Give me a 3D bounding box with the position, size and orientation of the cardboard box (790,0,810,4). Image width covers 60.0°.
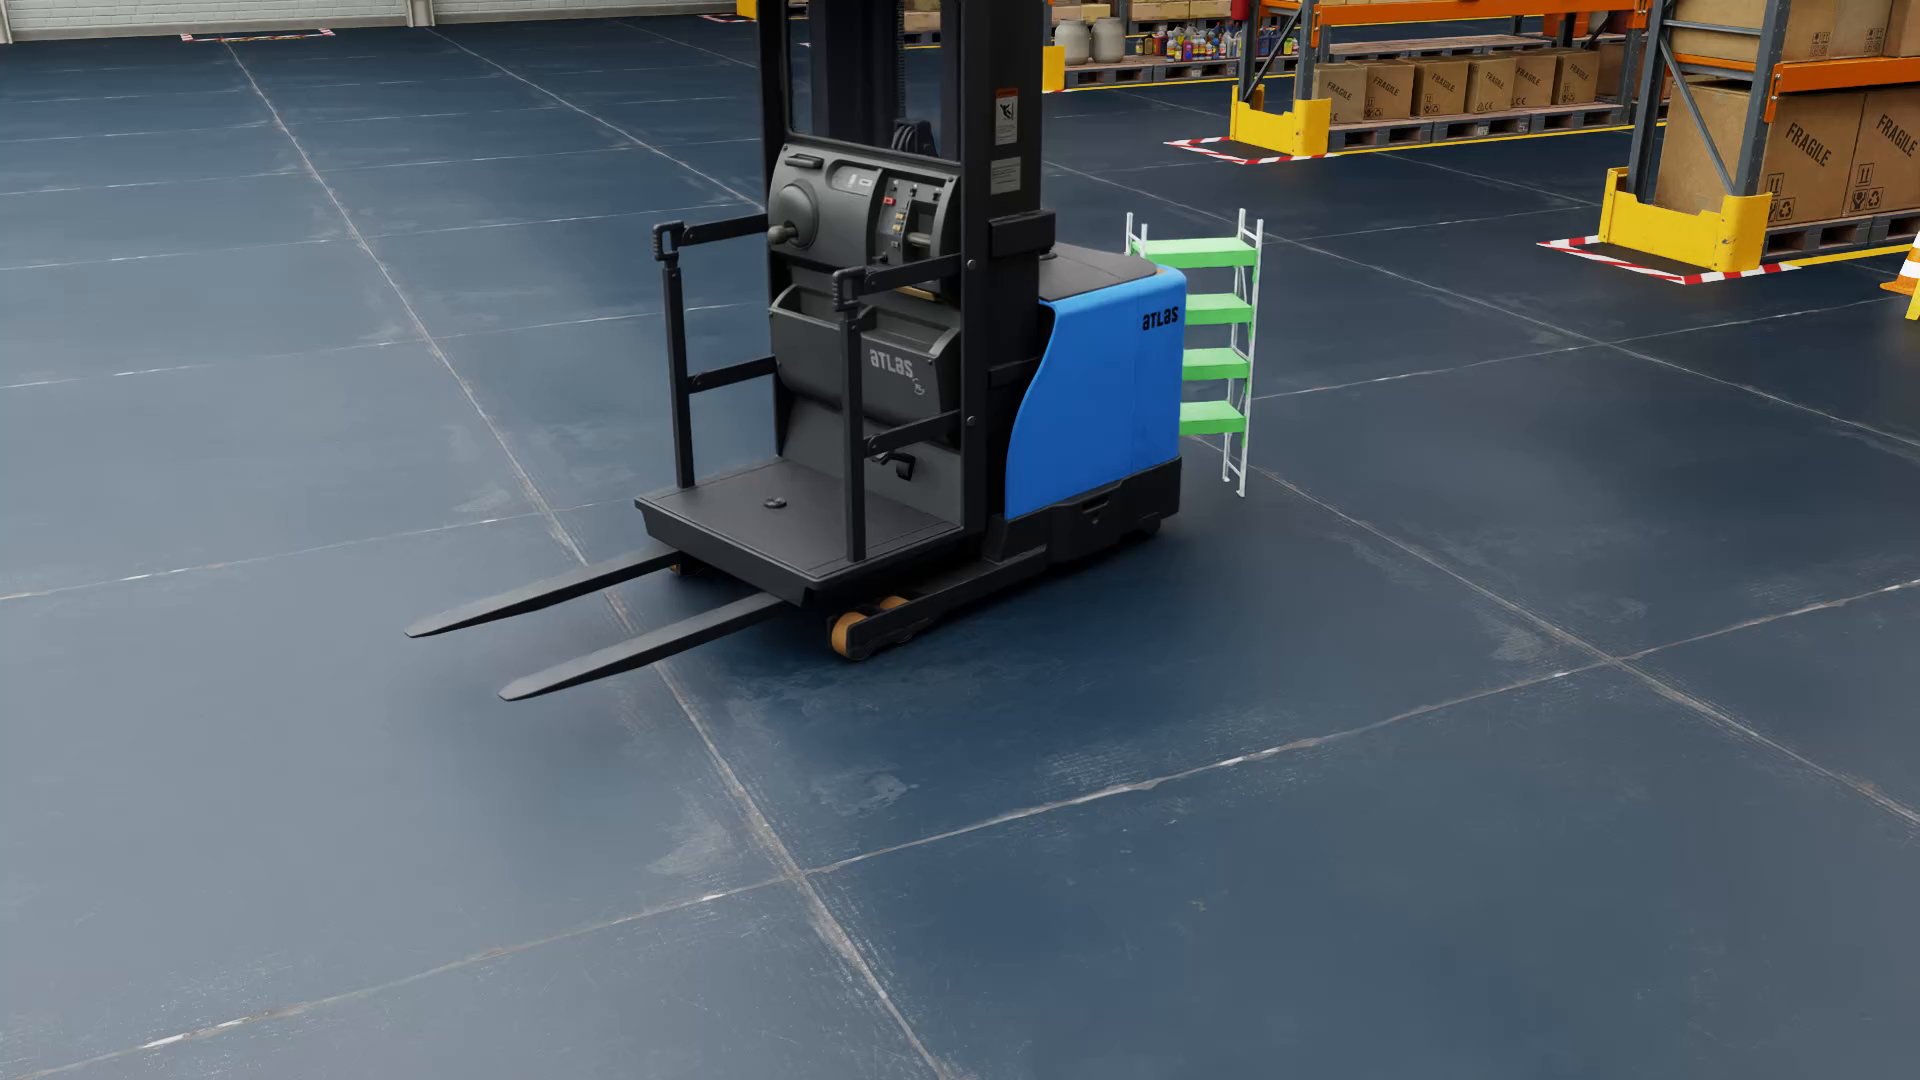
[{"bbox_3d":[-2.844,-9.276,28.177,0.500,0.311,0.500,-14,26,-30],"label":"cardboard box"}]

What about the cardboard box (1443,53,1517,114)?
[{"bbox_3d":[5.127,-4.532,16.497,0.500,0.500,0.500,-13,26,-28],"label":"cardboard box"}]

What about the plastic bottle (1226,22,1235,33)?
[{"bbox_3d":[3.487,-6.469,21.344,0.185,0.351,0.144,-10,24,-22],"label":"plastic bottle"}]

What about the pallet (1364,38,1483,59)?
[{"bbox_3d":[6.186,-6.540,22.273,1.213,0.211,1.003,-10,25,-24],"label":"pallet"}]

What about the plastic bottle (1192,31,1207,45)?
[{"bbox_3d":[3.021,-6.286,20.999,0.135,0.276,0.152,-10,25,-24],"label":"plastic bottle"}]

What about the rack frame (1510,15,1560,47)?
[{"bbox_3d":[7.999,-8.144,22.503,0.127,3.000,1.000,-10,25,-24],"label":"rack frame"}]

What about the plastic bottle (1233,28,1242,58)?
[{"bbox_3d":[3.475,-6.168,20.618,0.185,0.351,0.144,-11,25,-24],"label":"plastic bottle"}]

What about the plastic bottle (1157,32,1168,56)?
[{"bbox_3d":[2.541,-6.217,20.823,0.133,0.283,0.061,-10,25,-24],"label":"plastic bottle"}]

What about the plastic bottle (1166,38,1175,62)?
[{"bbox_3d":[2.559,-5.953,20.202,0.097,0.271,0.097,0,22,0],"label":"plastic bottle"}]

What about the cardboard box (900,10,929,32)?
[{"bbox_3d":[-0.775,-7.461,23.897,0.500,0.250,0.500,-10,25,-24],"label":"cardboard box"}]

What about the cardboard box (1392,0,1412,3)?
[{"bbox_3d":[3.980,-5.079,15.426,0.250,0.149,0.380,-10,25,-24],"label":"cardboard box"}]

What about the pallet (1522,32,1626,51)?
[{"bbox_3d":[8.691,-7.001,23.387,1.213,0.211,1.003,-10,25,-24],"label":"pallet"}]

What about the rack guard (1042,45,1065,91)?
[{"bbox_3d":[0.838,-5.691,19.845,0.348,0.500,1.175,-10,25,-24],"label":"rack guard"}]

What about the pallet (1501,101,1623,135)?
[{"bbox_3d":[5.953,-4.362,17.011,1.213,0.211,1.003,-10,25,-24],"label":"pallet"}]

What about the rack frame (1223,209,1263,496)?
[{"bbox_3d":[1.202,-0.789,7.086,0.015,1.200,0.240,-4,23,-9],"label":"rack frame"}]

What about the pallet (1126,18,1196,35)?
[{"bbox_3d":[2.896,-8.036,25.886,1.213,0.211,1.003,-10,25,-24],"label":"pallet"}]

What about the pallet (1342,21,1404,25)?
[{"bbox_3d":[6.543,-8.674,27.429,1.213,0.211,1.003,-10,25,-24],"label":"pallet"}]

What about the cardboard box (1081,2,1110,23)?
[{"bbox_3d":[1.926,-7.960,25.103,0.500,0.250,0.500,-10,25,-24],"label":"cardboard box"}]

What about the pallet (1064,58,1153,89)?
[{"bbox_3d":[1.573,-5.690,20.221,1.213,0.211,1.003,-10,25,-24],"label":"pallet"}]

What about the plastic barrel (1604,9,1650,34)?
[{"bbox_3d":[9.450,-7.498,23.546,0.708,0.588,0.600,-10,25,-24],"label":"plastic barrel"}]

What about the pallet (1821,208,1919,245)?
[{"bbox_3d":[6.783,-2.456,12.407,1.213,0.211,1.003,-10,25,-24],"label":"pallet"}]

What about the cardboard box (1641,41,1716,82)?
[{"bbox_3d":[7.543,-4.989,17.574,0.500,0.500,0.700,-11,25,-24],"label":"cardboard box"}]

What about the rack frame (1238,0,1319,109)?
[{"bbox_3d":[2.938,-5.110,15.173,0.127,3.000,1.000,-10,25,-24],"label":"rack frame"}]

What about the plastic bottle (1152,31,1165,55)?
[{"bbox_3d":[2.494,-6.250,20.913,0.135,0.276,0.152,-10,25,-23],"label":"plastic bottle"}]

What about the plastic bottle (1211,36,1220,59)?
[{"bbox_3d":[3.141,-6.060,20.460,0.097,0.271,0.097,0,22,0],"label":"plastic bottle"}]

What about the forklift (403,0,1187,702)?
[{"bbox_3d":[-0.505,-1.160,5.720,3.031,2.935,1.130,-20,30,-40],"label":"forklift"}]

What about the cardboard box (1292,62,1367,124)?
[{"bbox_3d":[3.508,-4.247,15.807,0.500,0.500,0.500,-6,23,-14],"label":"cardboard box"}]

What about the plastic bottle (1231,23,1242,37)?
[{"bbox_3d":[3.550,-6.419,21.224,0.185,0.351,0.144,-10,25,-24],"label":"plastic bottle"}]

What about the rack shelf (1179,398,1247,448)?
[{"bbox_3d":[0.962,-0.491,7.163,0.480,0.148,0.258,-4,23,-9],"label":"rack shelf"}]

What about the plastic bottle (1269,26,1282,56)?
[{"bbox_3d":[3.939,-6.254,20.824,0.185,0.351,0.144,-11,25,-25],"label":"plastic bottle"}]

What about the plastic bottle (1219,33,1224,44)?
[{"bbox_3d":[3.280,-6.148,20.657,0.133,0.283,0.061,-10,25,-24],"label":"plastic bottle"}]

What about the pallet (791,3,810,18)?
[{"bbox_3d":[-2.691,-9.078,28.405,1.213,0.211,1.003,-10,25,-24],"label":"pallet"}]

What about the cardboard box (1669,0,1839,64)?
[{"bbox_3d":[5.313,-3.531,11.161,0.550,0.550,0.875,-10,25,-24],"label":"cardboard box"}]

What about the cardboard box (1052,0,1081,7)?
[{"bbox_3d":[1.471,-8.227,24.769,0.500,0.500,0.500,-10,25,-24],"label":"cardboard box"}]

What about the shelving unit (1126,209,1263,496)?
[{"bbox_3d":[0.962,-0.772,7.046,0.503,1.200,0.258,-4,23,-9],"label":"shelving unit"}]

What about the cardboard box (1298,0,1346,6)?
[{"bbox_3d":[3.299,-4.959,15.137,0.250,0.149,0.380,-10,25,-24],"label":"cardboard box"}]

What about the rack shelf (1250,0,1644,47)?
[{"bbox_3d":[4.740,-5.110,16.112,4.000,0.370,1.077,-10,25,-24],"label":"rack shelf"}]

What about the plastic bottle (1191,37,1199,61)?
[{"bbox_3d":[2.868,-6.010,20.339,0.097,0.271,0.097,0,22,0],"label":"plastic bottle"}]

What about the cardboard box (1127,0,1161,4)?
[{"bbox_3d":[2.730,-8.354,25.322,0.500,0.311,0.500,-10,25,-23],"label":"cardboard box"}]

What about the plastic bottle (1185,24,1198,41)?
[{"bbox_3d":[2.934,-6.367,21.098,0.185,0.351,0.144,-11,25,-24],"label":"plastic bottle"}]

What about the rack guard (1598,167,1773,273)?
[{"bbox_3d":[4.977,-2.225,11.472,0.348,0.500,1.175,-10,25,-24],"label":"rack guard"}]

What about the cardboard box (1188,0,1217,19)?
[{"bbox_3d":[3.647,-8.265,25.840,0.500,0.250,0.500,-11,25,-25],"label":"cardboard box"}]

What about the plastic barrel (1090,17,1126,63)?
[{"bbox_3d":[1.802,-6.080,20.221,0.421,0.512,0.421,0,22,0],"label":"plastic barrel"}]
